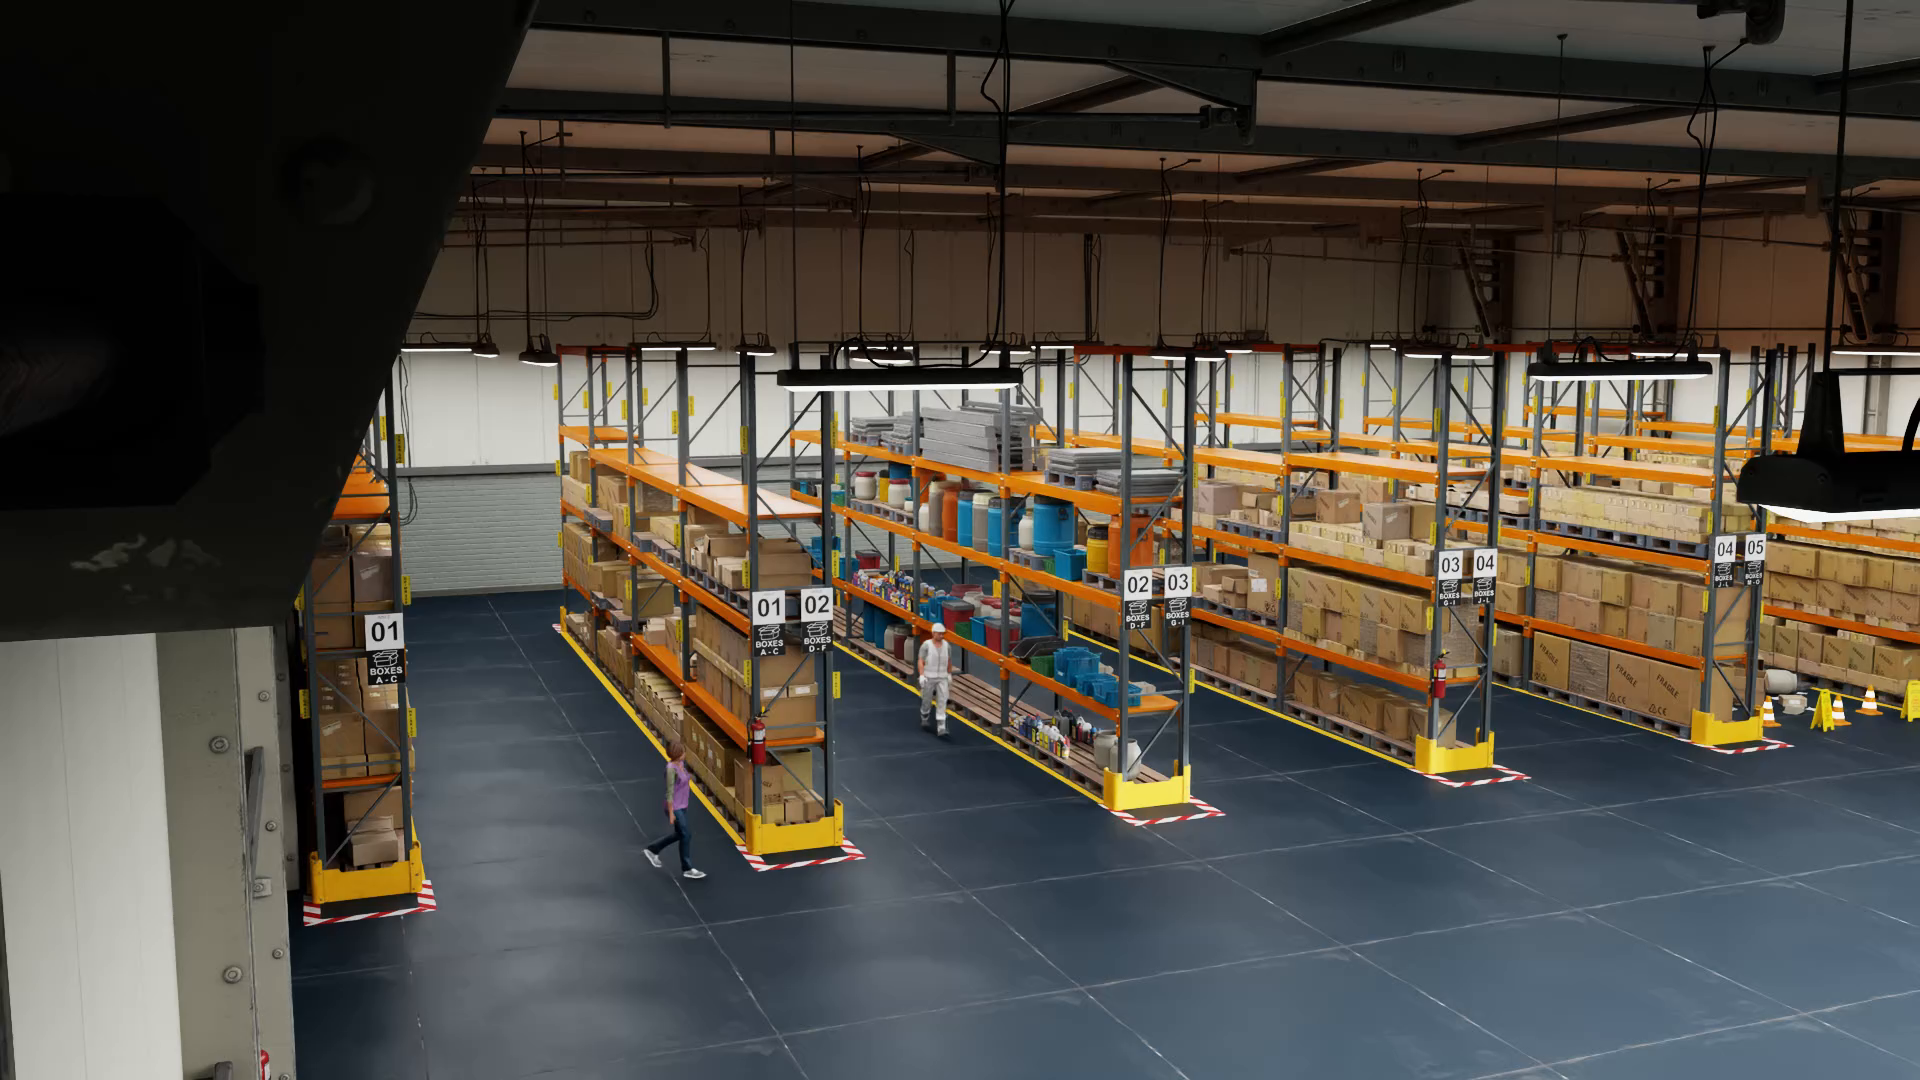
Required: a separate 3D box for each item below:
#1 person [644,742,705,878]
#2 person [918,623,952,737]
[{"bbox_3d":[-3.308,3.101,19.261,0.754,1.573,0.472,1,7,6],"label":"person"},{"bbox_3d":[-0.354,2.174,26.013,0.656,1.747,1.001,-3,8,-22],"label":"person"}]
